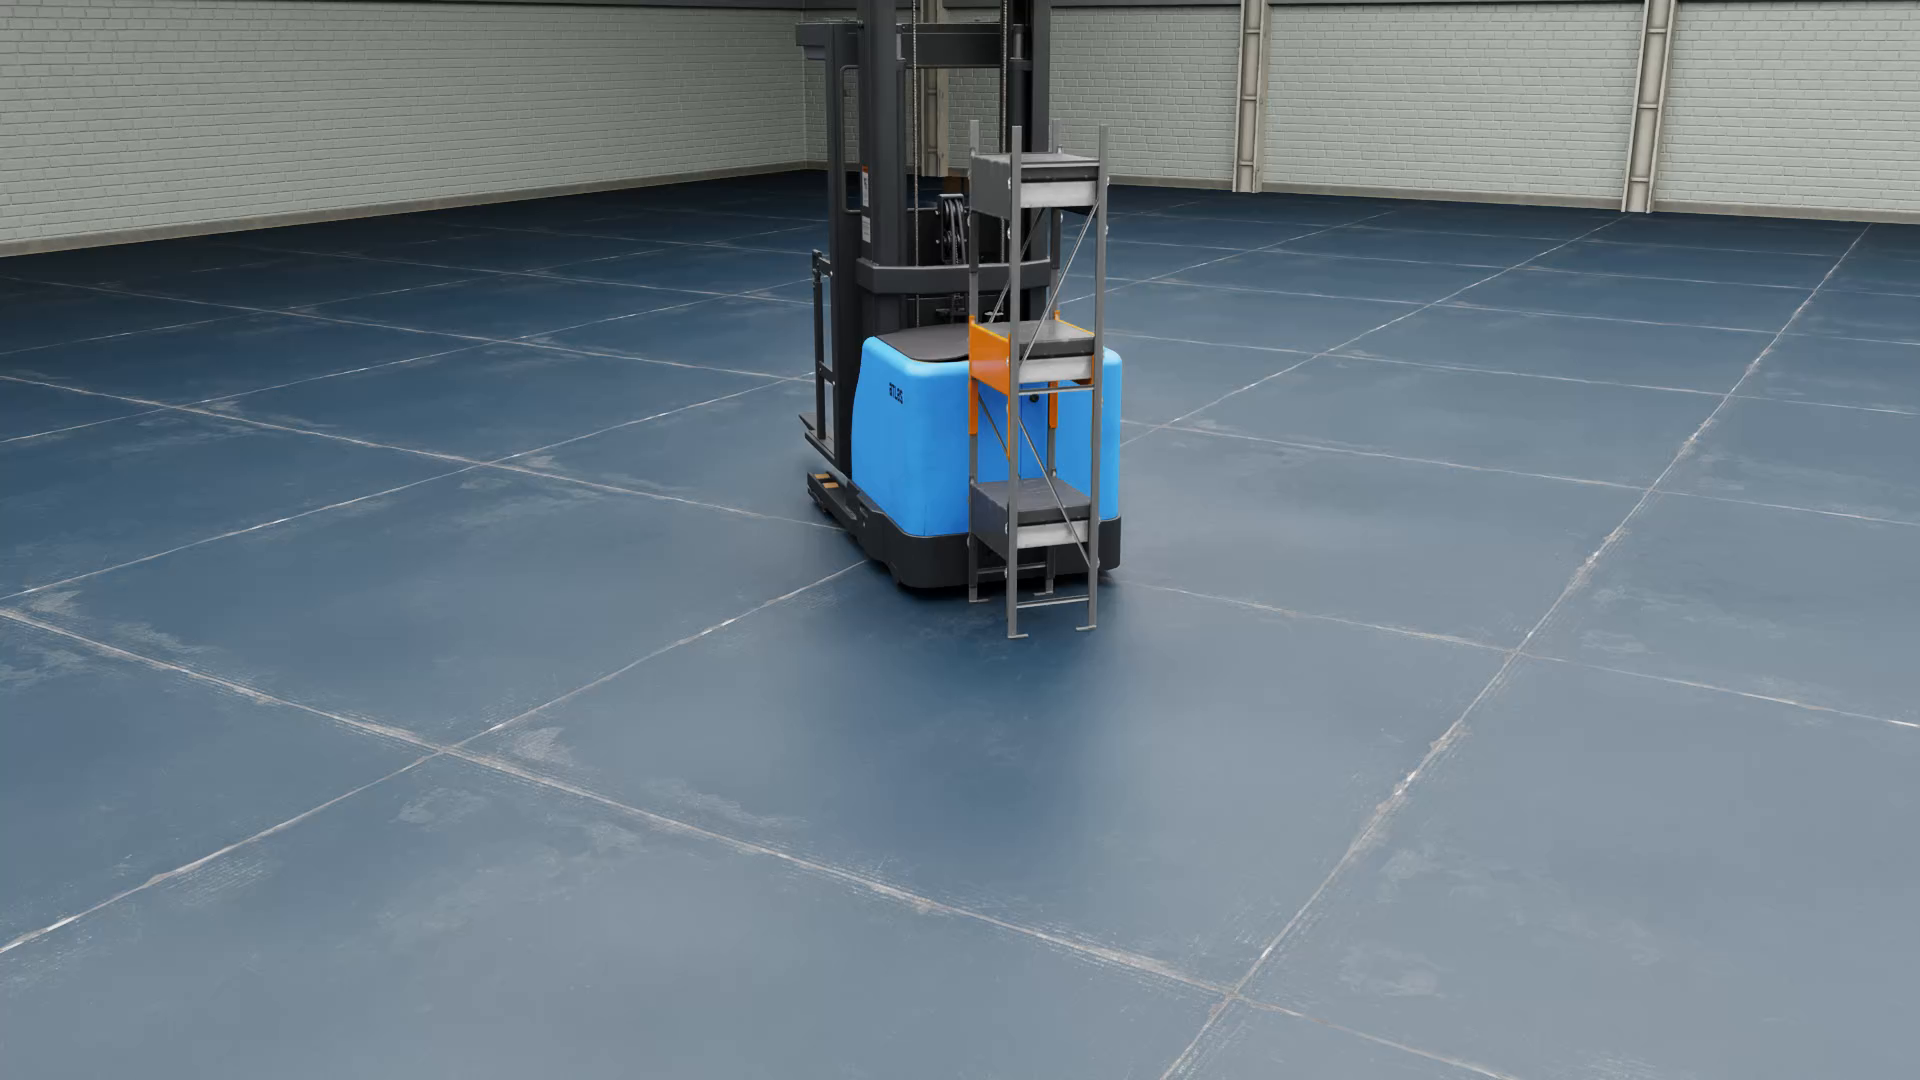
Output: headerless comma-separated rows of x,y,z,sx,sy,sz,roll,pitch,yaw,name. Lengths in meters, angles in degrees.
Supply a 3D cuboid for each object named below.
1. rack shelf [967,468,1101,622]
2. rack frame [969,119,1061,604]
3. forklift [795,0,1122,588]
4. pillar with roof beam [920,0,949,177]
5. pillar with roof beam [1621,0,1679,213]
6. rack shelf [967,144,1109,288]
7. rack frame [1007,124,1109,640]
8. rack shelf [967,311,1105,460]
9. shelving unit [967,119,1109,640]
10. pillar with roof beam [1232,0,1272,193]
0.311,0.011,7.189,0.431,0.518,0.480,-6,18,-18,rack shelf
0.231,-0.739,7.202,0.400,2.100,0.015,-6,18,-18,rack frame
-0.192,-1.575,8.522,1.130,2.935,3.031,-5,18,-17,forklift
-2.703,-9.809,25.192,0.400,9.000,9.100,10,20,30,pillar with roof beam
7.522,-7.984,19.183,0.400,9.000,9.100,10,20,30,pillar with roof beam
0.311,-1.329,6.782,0.431,0.518,0.480,-6,18,-18,rack shelf
0.391,-0.605,6.761,0.400,2.100,0.015,-6,18,-18,rack frame
0.311,-0.659,6.986,0.431,0.518,0.480,-6,18,-18,rack shelf
0.311,-0.672,6.982,0.431,2.100,0.503,-6,18,-18,shelving unit
2.410,-8.897,22.187,0.400,9.000,9.100,10,20,30,pillar with roof beam
